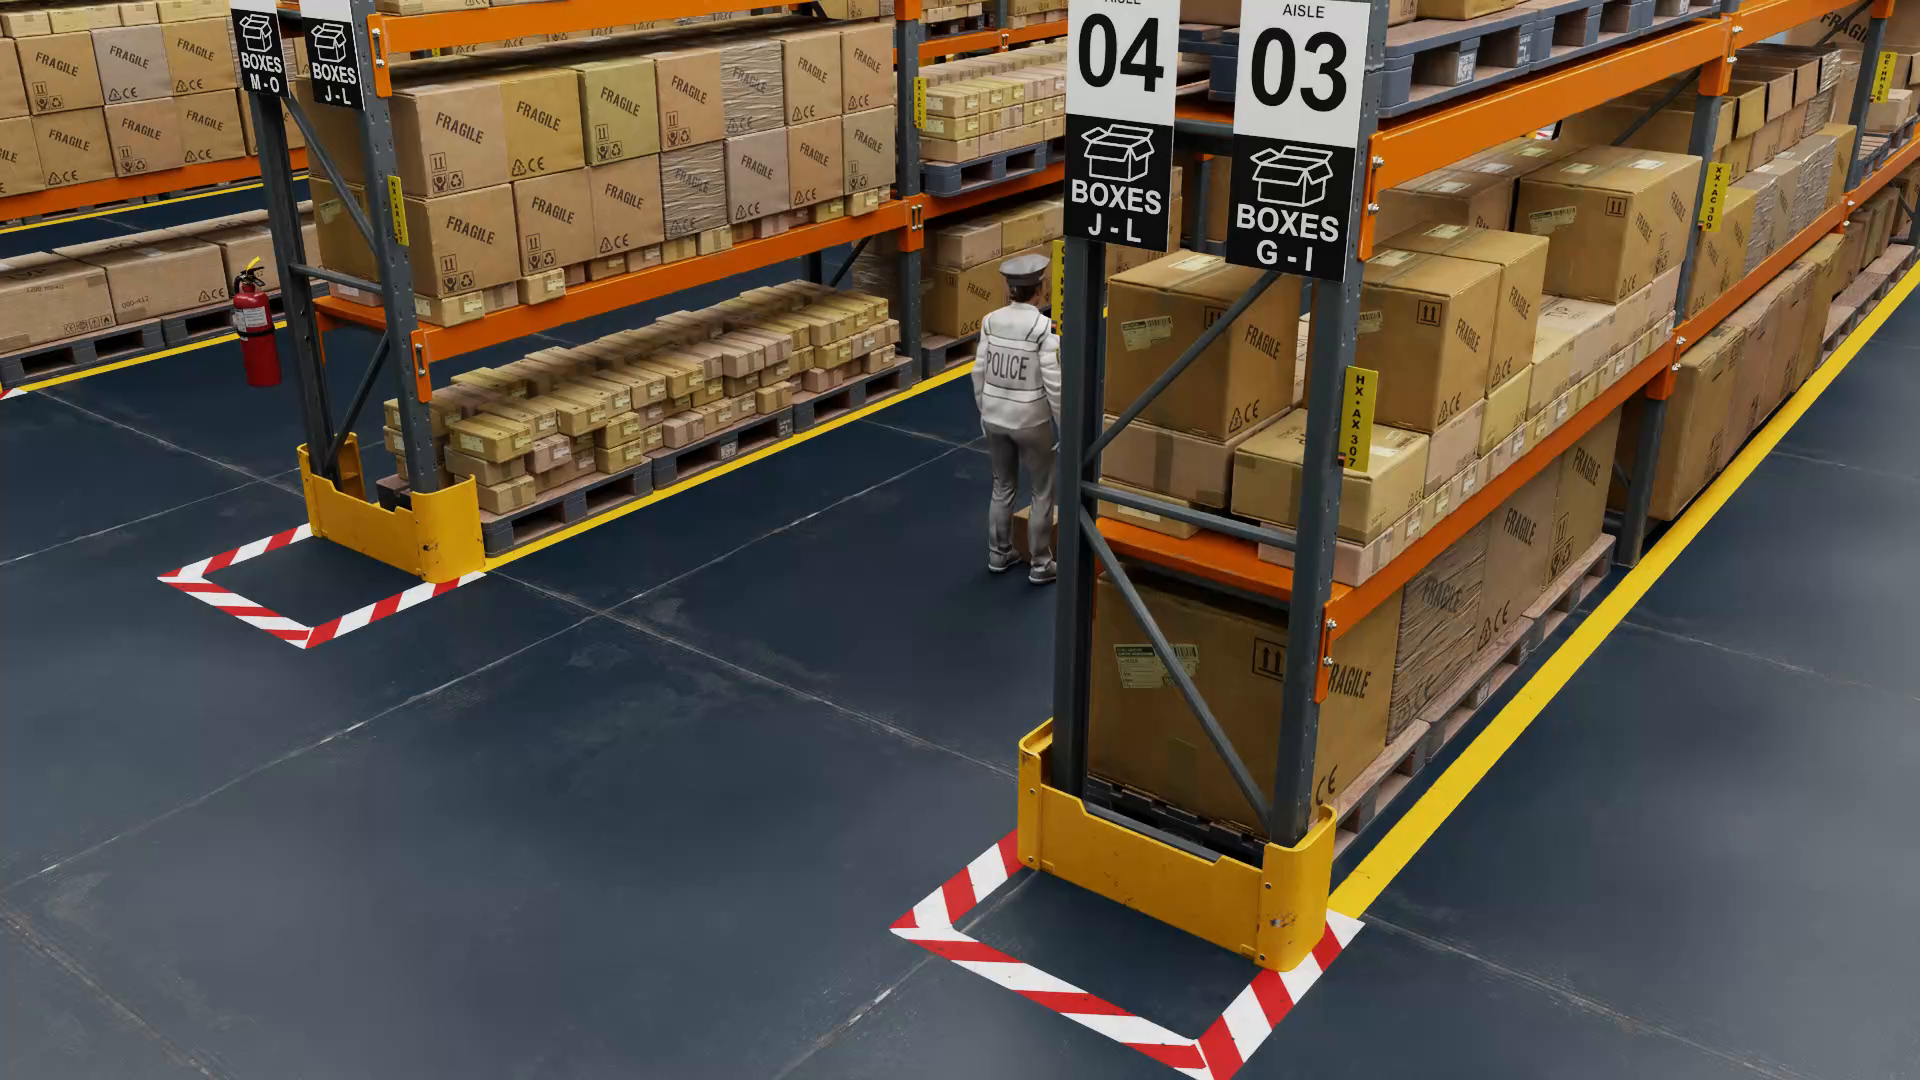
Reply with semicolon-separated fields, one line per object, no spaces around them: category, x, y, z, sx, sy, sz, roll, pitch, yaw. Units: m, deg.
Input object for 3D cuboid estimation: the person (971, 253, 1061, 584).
person;0.310;-0.603;8.467;0.543;1.666;0.372;16;28;31
